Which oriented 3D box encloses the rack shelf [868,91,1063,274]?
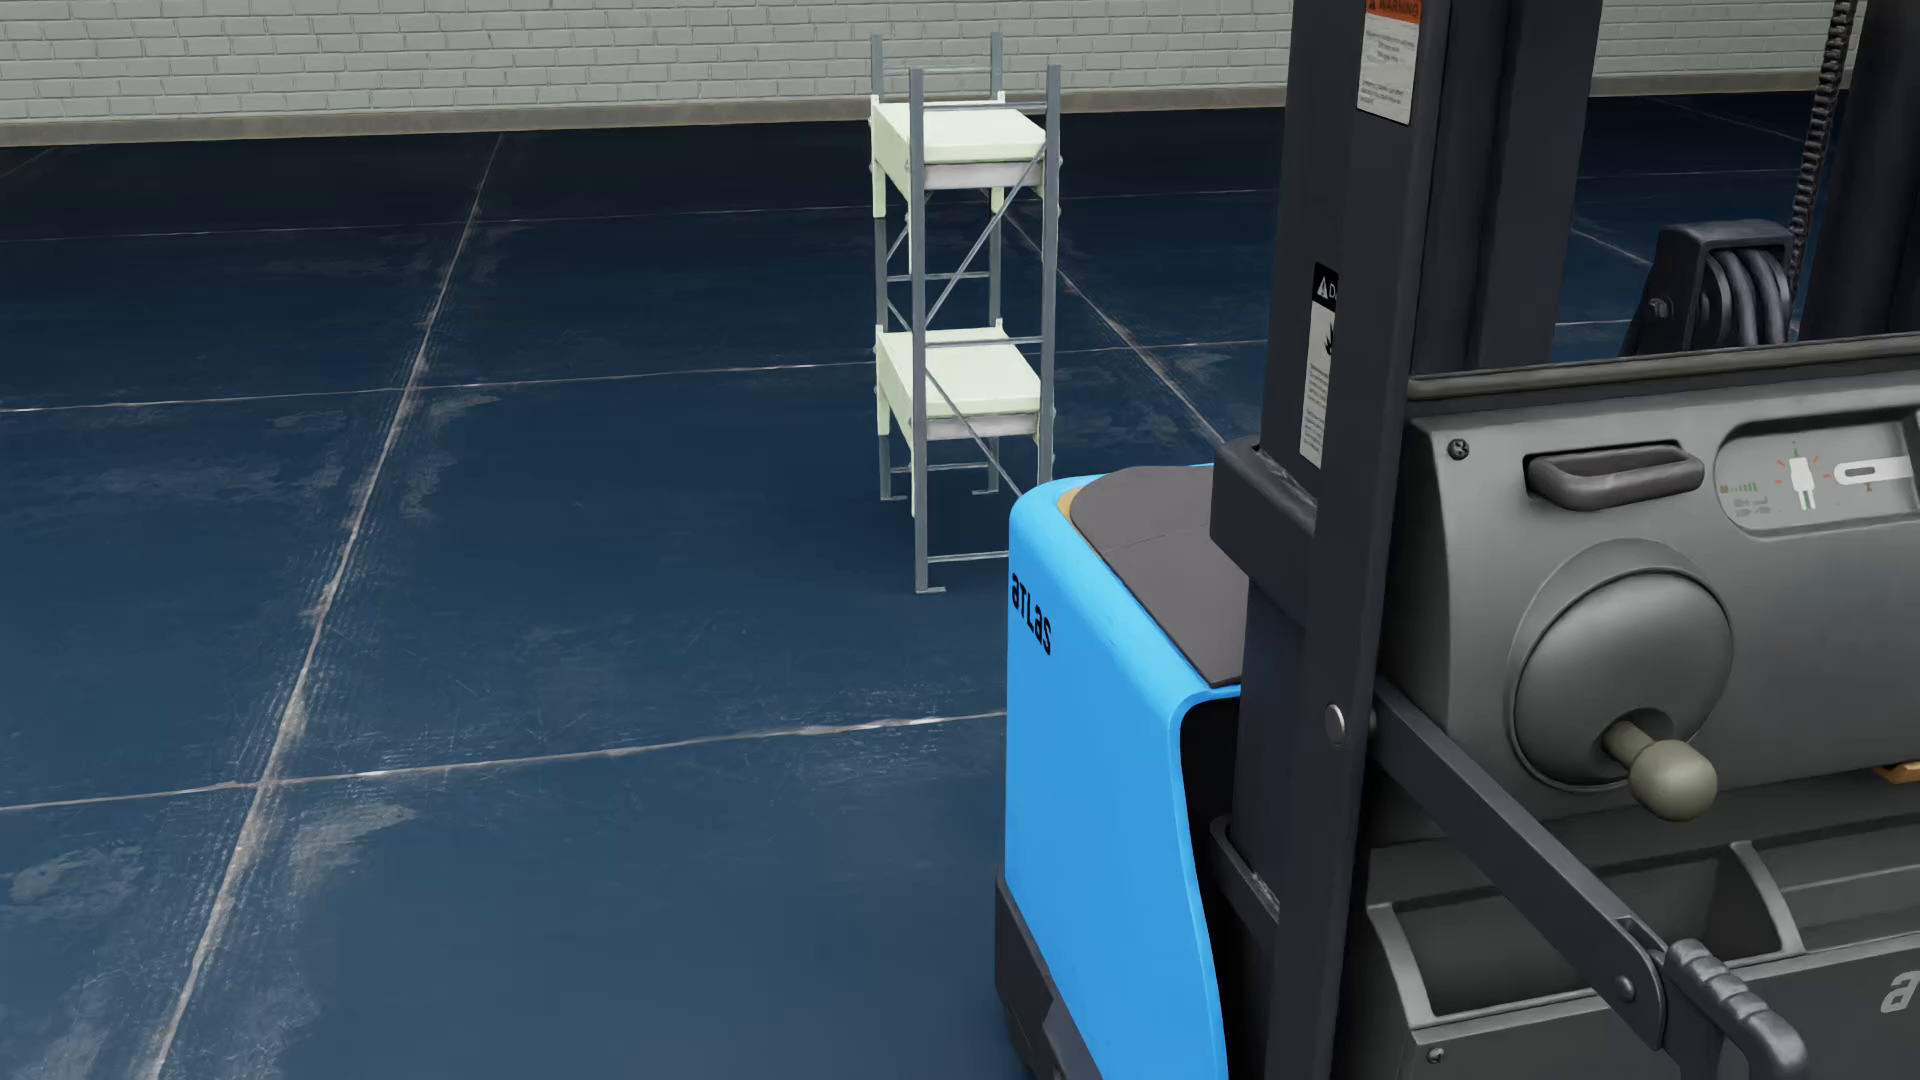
[{"bbox_3d":[-0.001,-1.048,4.800,0.431,0.370,0.720,-4,24,-10],"label":"rack shelf"}]

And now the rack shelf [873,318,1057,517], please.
[{"bbox_3d":[-0.001,-0.391,5.086,0.431,0.370,0.720,-4,24,-10],"label":"rack shelf"}]

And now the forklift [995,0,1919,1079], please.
[{"bbox_3d":[0.941,0.060,1.450,1.130,2.935,3.031,-6,24,-14],"label":"forklift"}]

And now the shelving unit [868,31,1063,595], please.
[{"bbox_3d":[-0.001,-0.690,4.956,0.431,1.500,0.755,-4,24,-10],"label":"shelving unit"}]

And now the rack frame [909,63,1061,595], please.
[{"bbox_3d":[0.066,-0.546,4.626,0.400,1.500,0.023,-4,24,-10],"label":"rack frame"}]

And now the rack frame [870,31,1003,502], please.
[{"bbox_3d":[-0.069,-0.834,5.285,0.400,1.500,0.023,-4,24,-10],"label":"rack frame"}]
